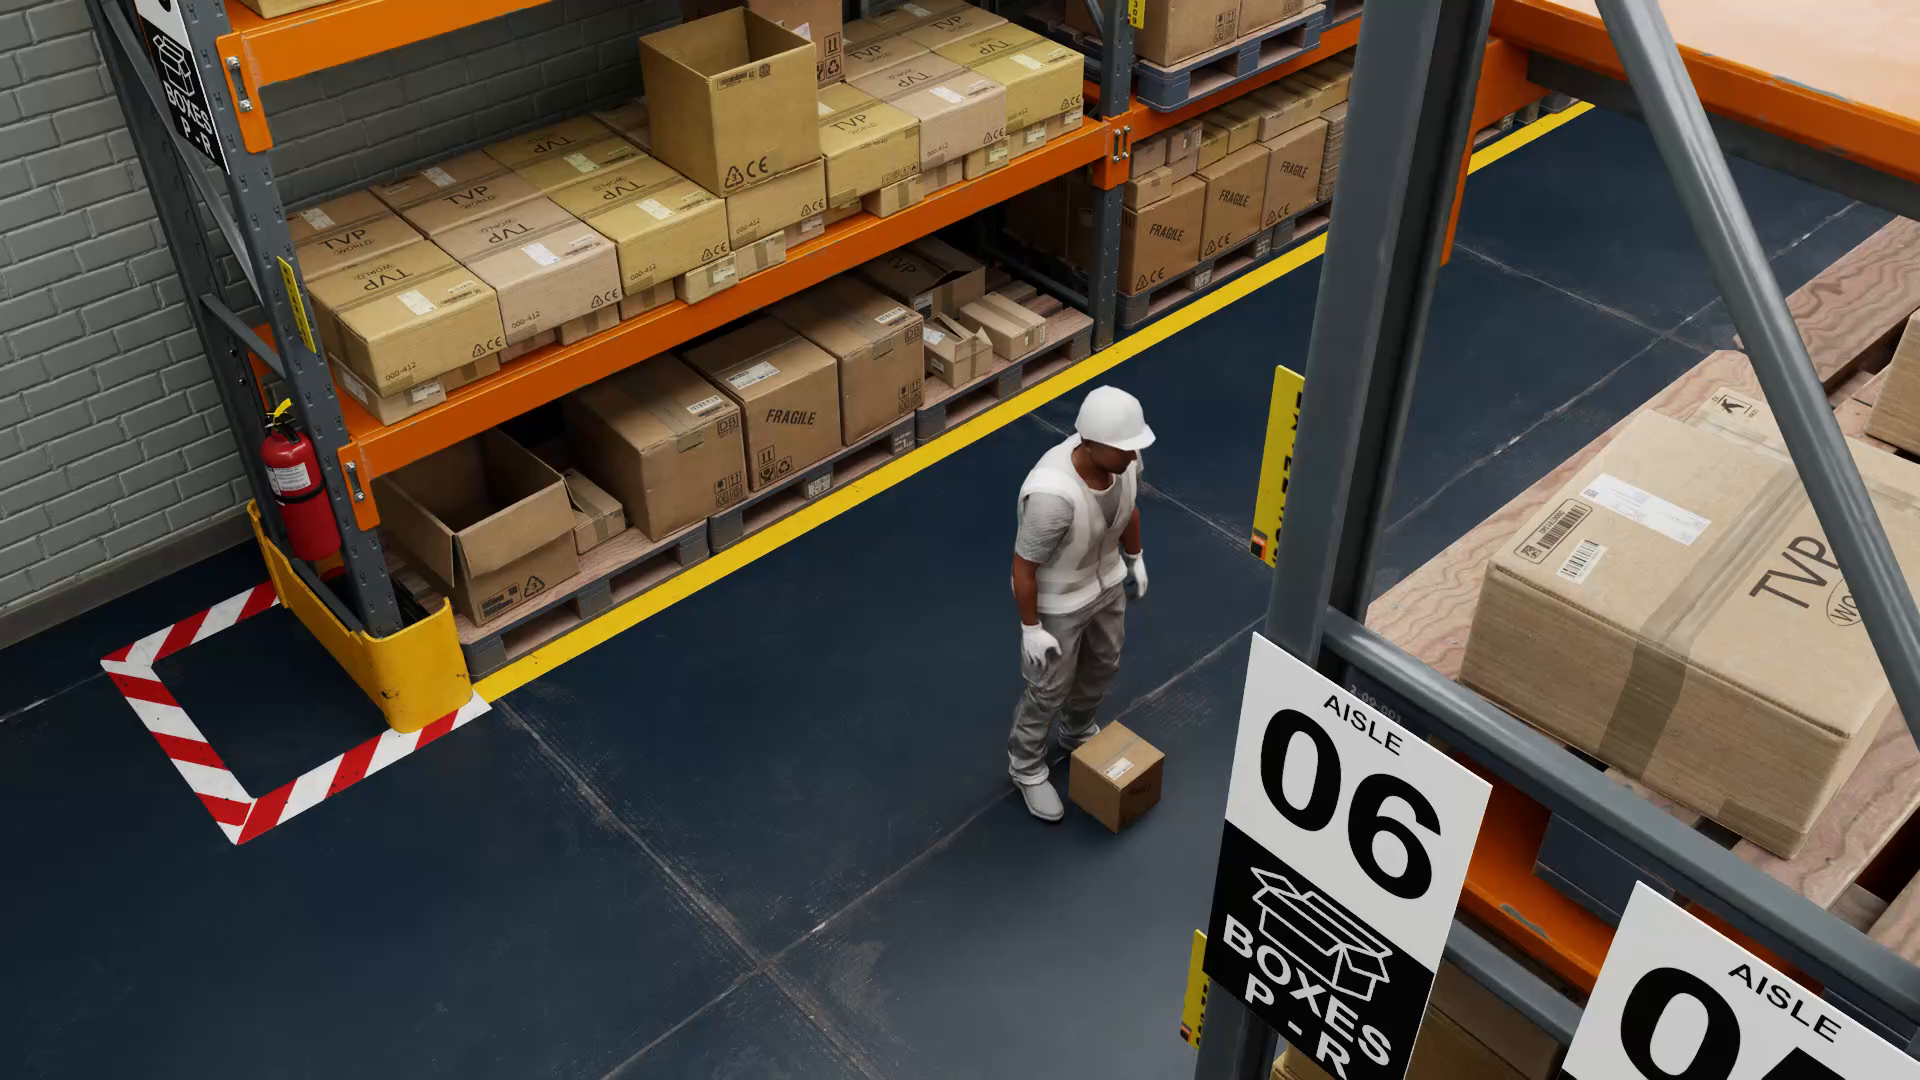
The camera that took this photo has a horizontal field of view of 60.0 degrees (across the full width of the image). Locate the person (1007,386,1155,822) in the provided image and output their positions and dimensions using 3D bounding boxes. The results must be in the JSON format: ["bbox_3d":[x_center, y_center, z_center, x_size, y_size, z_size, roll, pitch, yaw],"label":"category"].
[{"bbox_3d":[0.429,0.195,5.909,0.632,1.775,0.445,-32,49,-33],"label":"person"}]
